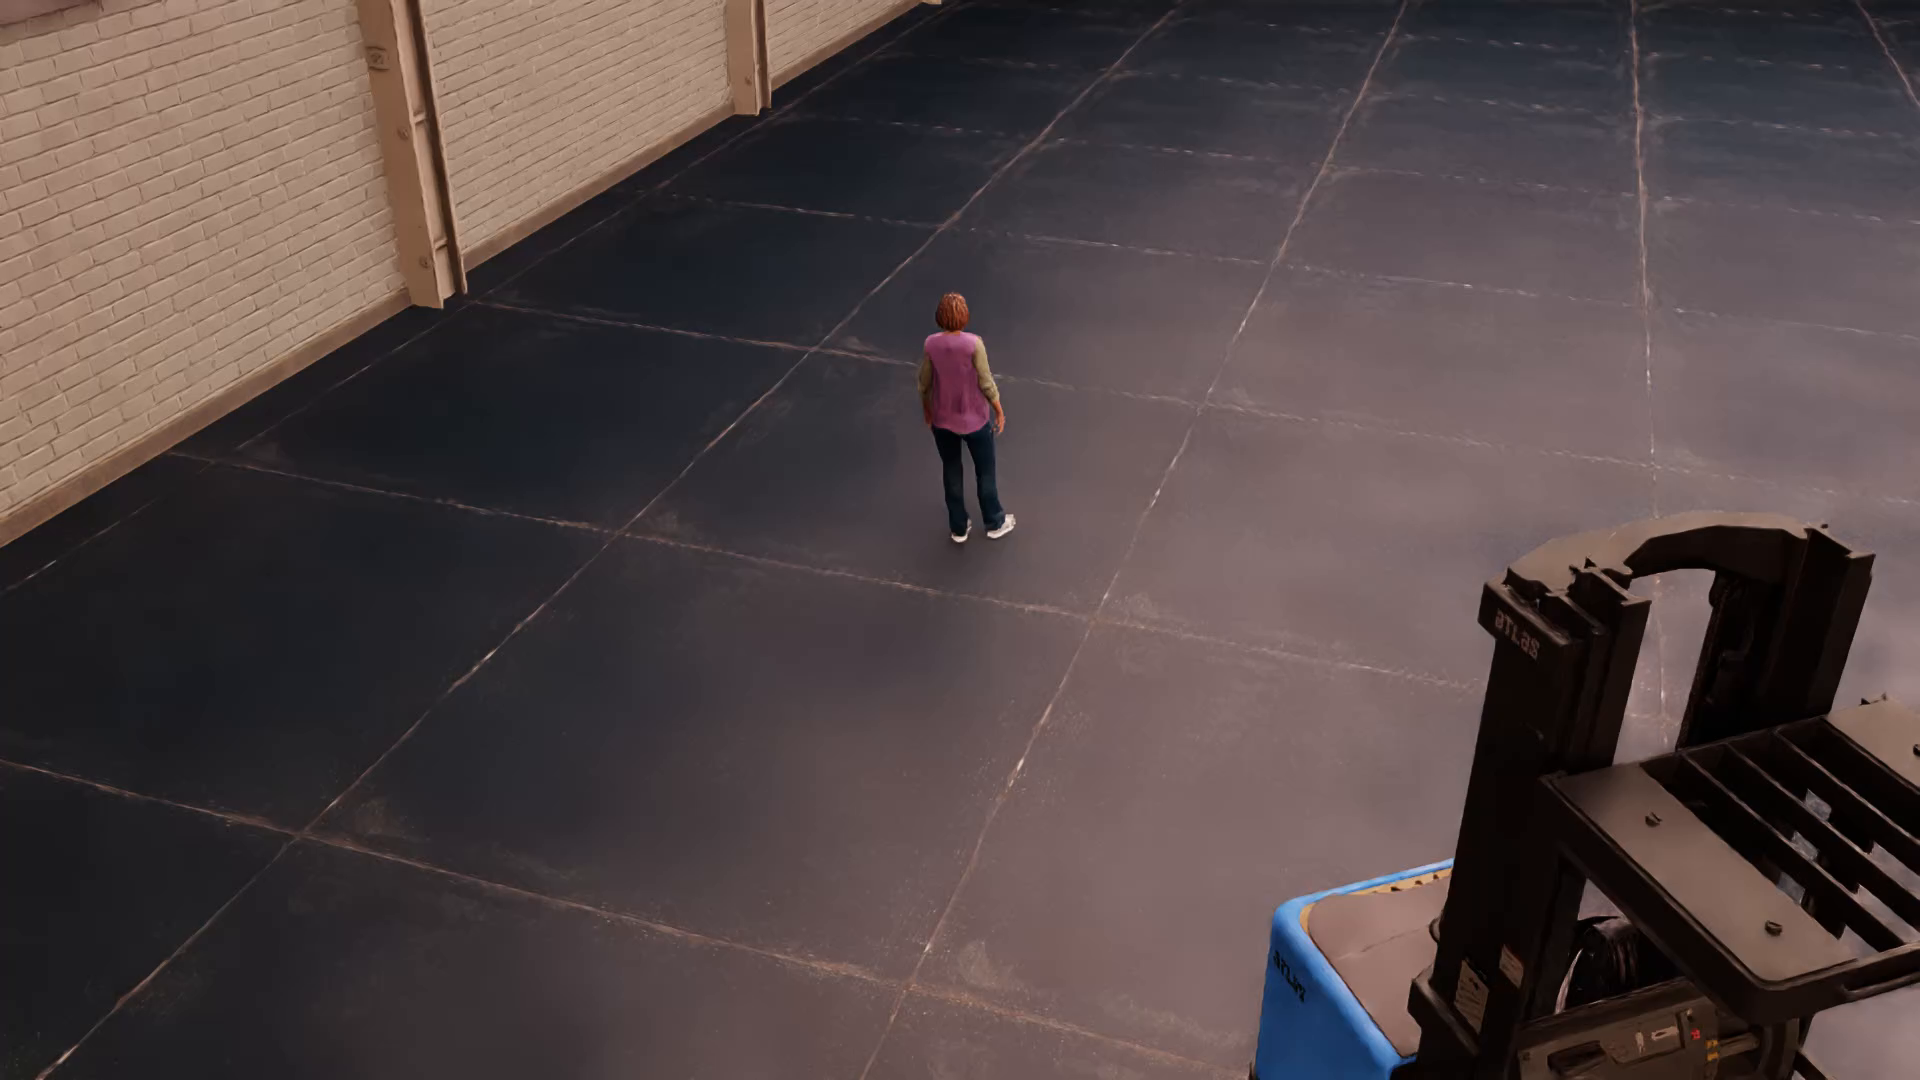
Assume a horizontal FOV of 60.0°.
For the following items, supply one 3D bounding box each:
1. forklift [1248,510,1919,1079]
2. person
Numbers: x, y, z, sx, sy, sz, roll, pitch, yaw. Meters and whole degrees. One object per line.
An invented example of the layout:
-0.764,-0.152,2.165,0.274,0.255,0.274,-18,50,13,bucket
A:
2.023,1.523,4.466,1.130,2.935,3.031,-10,31,-17,forklift
0.037,-0.733,9.754,0.520,1.597,0.474,10,31,16,person
